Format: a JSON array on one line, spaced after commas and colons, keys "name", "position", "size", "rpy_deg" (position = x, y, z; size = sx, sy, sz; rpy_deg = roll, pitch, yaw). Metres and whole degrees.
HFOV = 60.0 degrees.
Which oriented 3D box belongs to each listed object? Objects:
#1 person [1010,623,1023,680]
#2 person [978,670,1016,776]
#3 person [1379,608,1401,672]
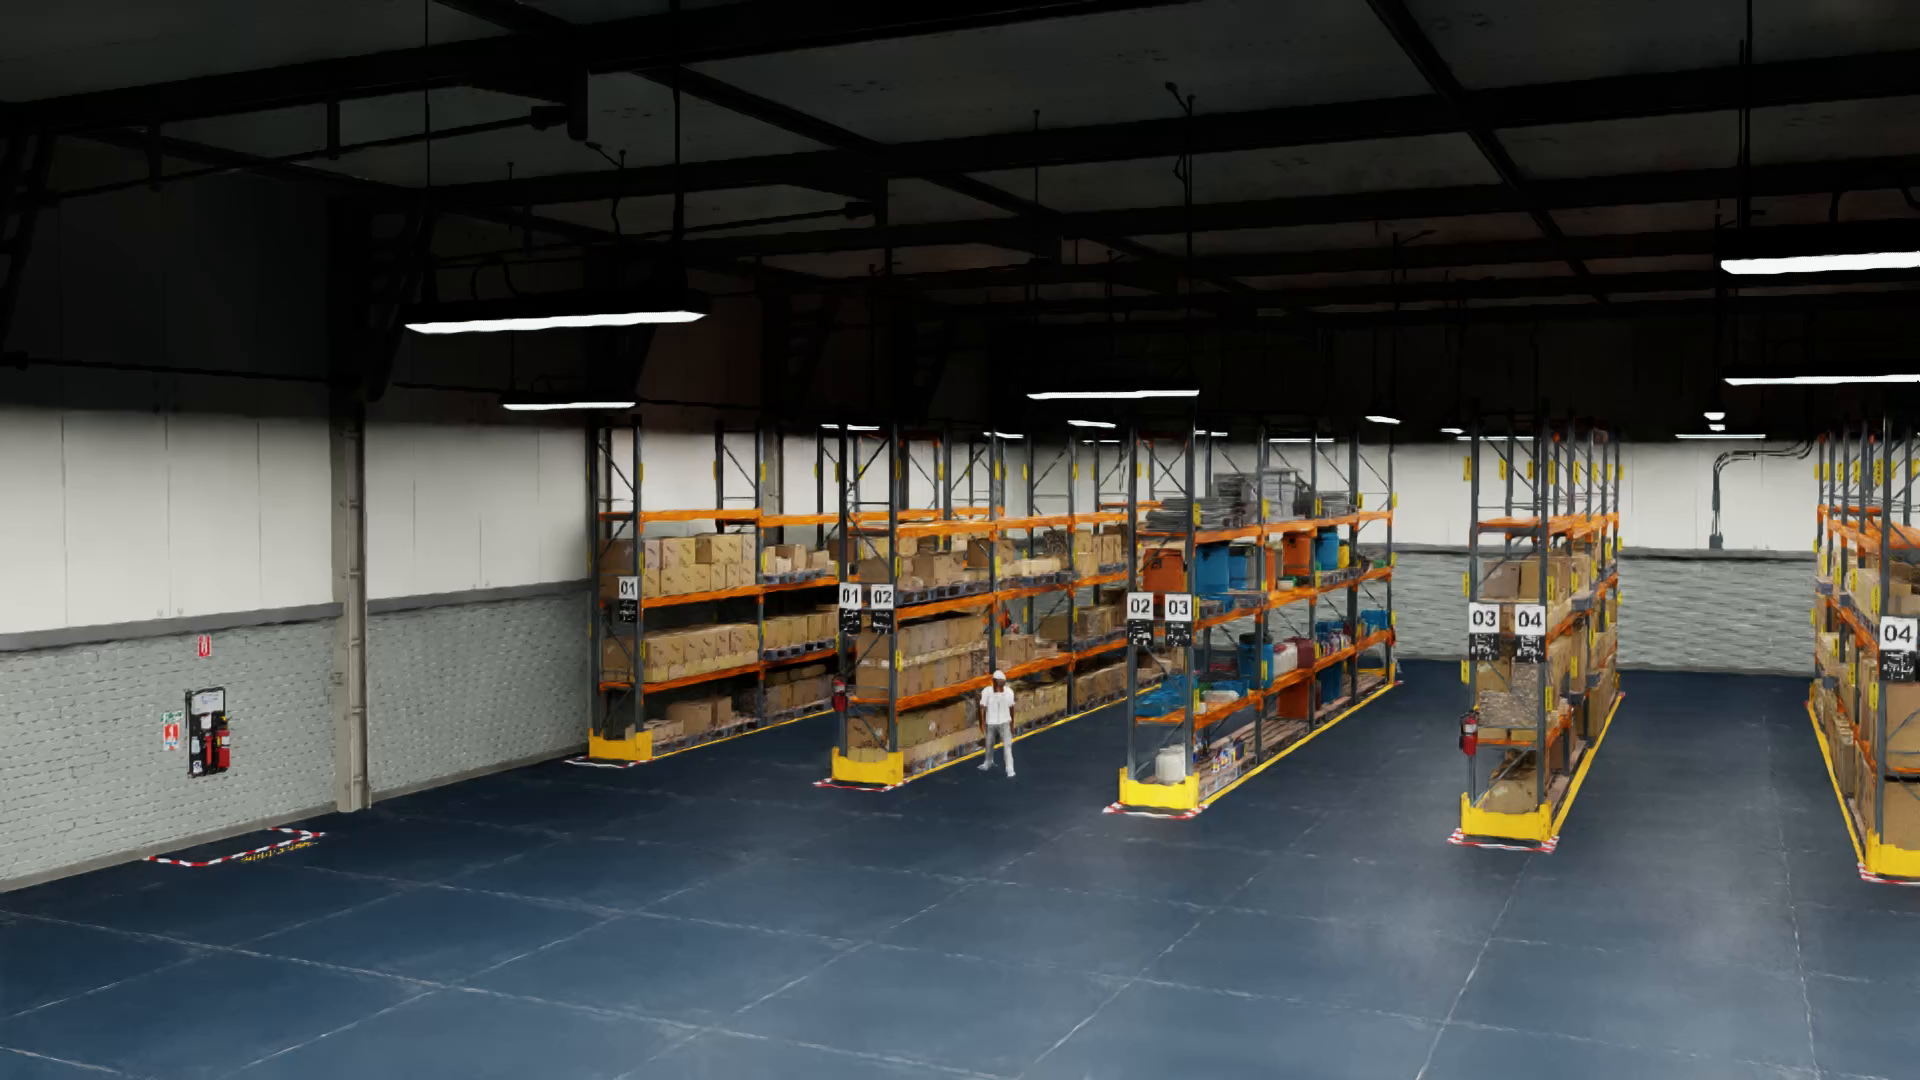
[{"name": "person", "position": [1.242, 2.652, 36.870], "size": [0.543, 1.648, 1.115], "rpy_deg": [1, 3, 27]}, {"name": "person", "position": [0.608, 3.006, 27.467], "size": [0.596, 1.739, 0.938], "rpy_deg": [0, 2, -1]}, {"name": "person", "position": [10.586, 2.494, 41.041], "size": [0.587, 1.655, 0.556], "rpy_deg": [-1, 3, -27]}]
